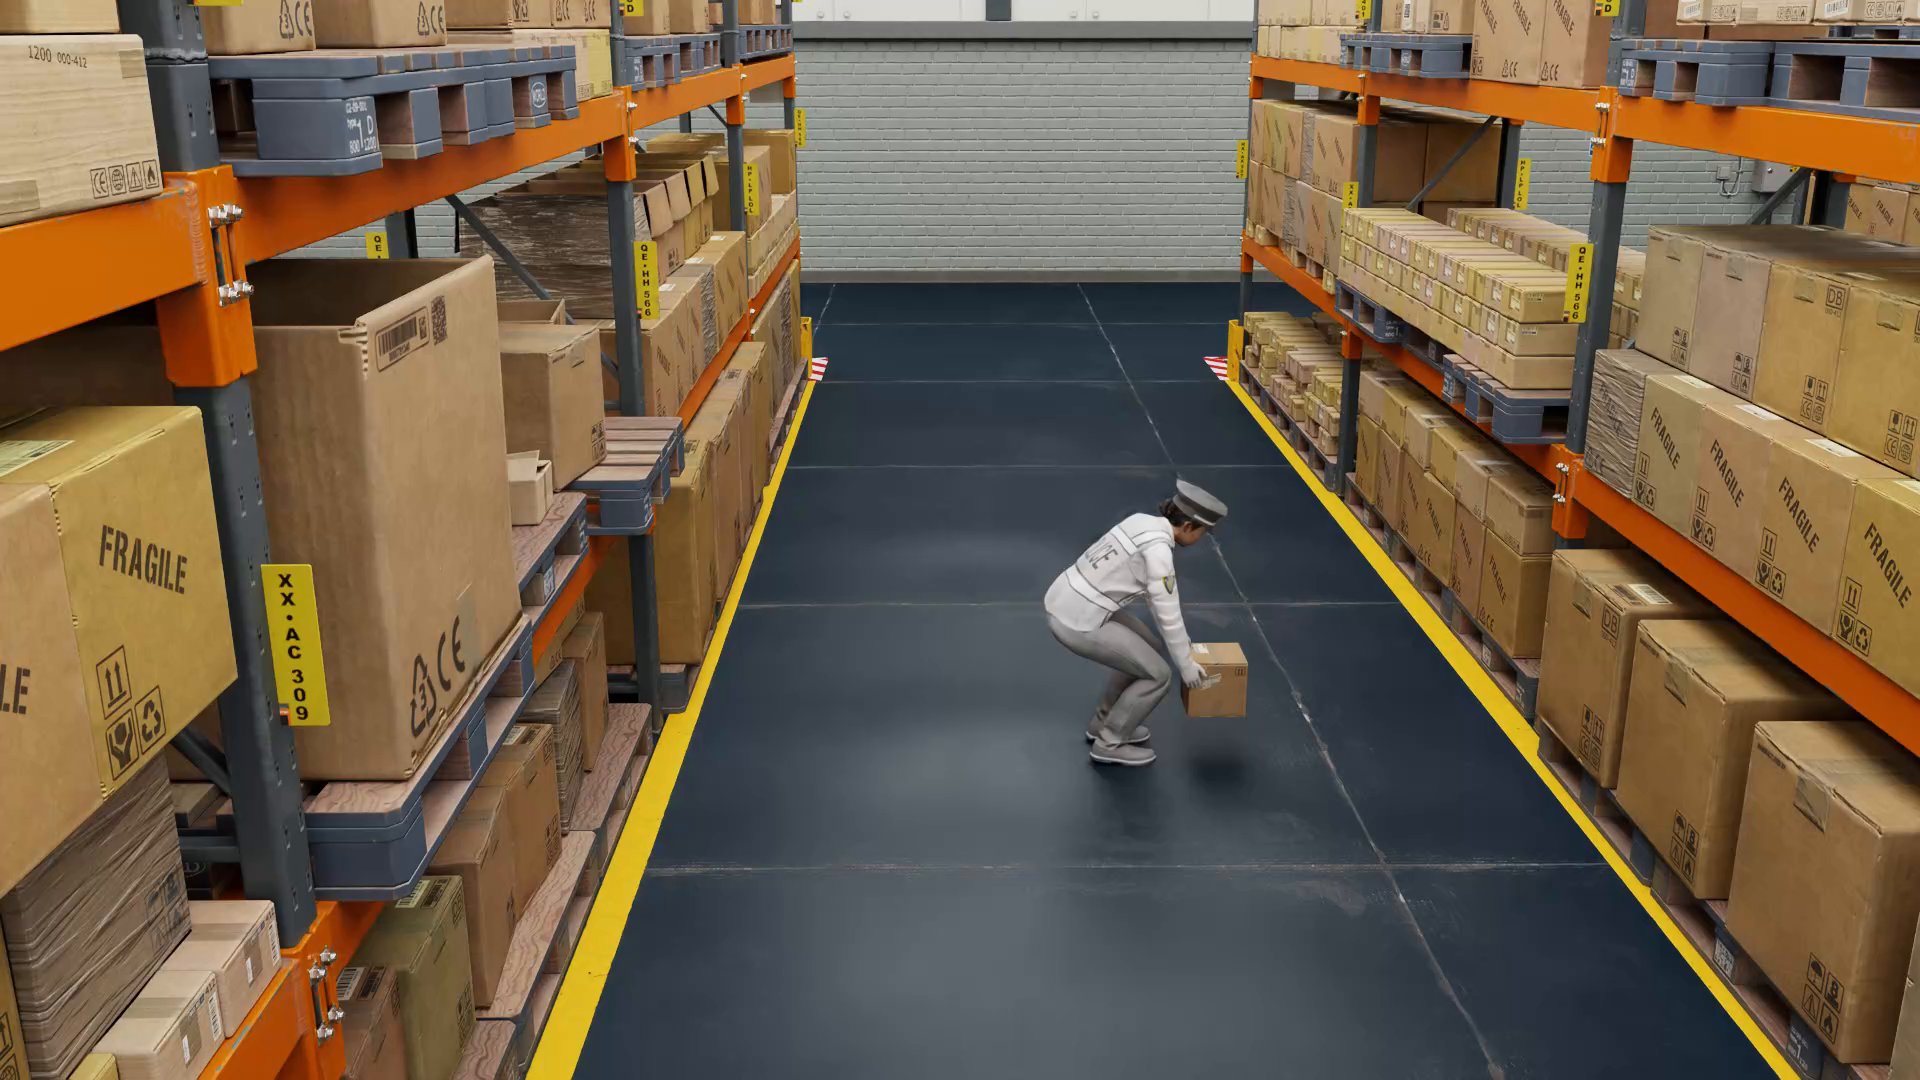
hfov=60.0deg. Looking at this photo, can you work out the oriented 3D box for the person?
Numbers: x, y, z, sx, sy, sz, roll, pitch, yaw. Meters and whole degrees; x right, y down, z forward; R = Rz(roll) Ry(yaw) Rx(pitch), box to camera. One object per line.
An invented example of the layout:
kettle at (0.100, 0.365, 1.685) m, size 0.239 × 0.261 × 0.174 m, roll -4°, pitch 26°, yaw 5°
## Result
person at (0.756, 0.343, 7.213) m, size 0.771 × 1.213 × 0.527 m, roll 0°, pitch 17°, yaw -1°
